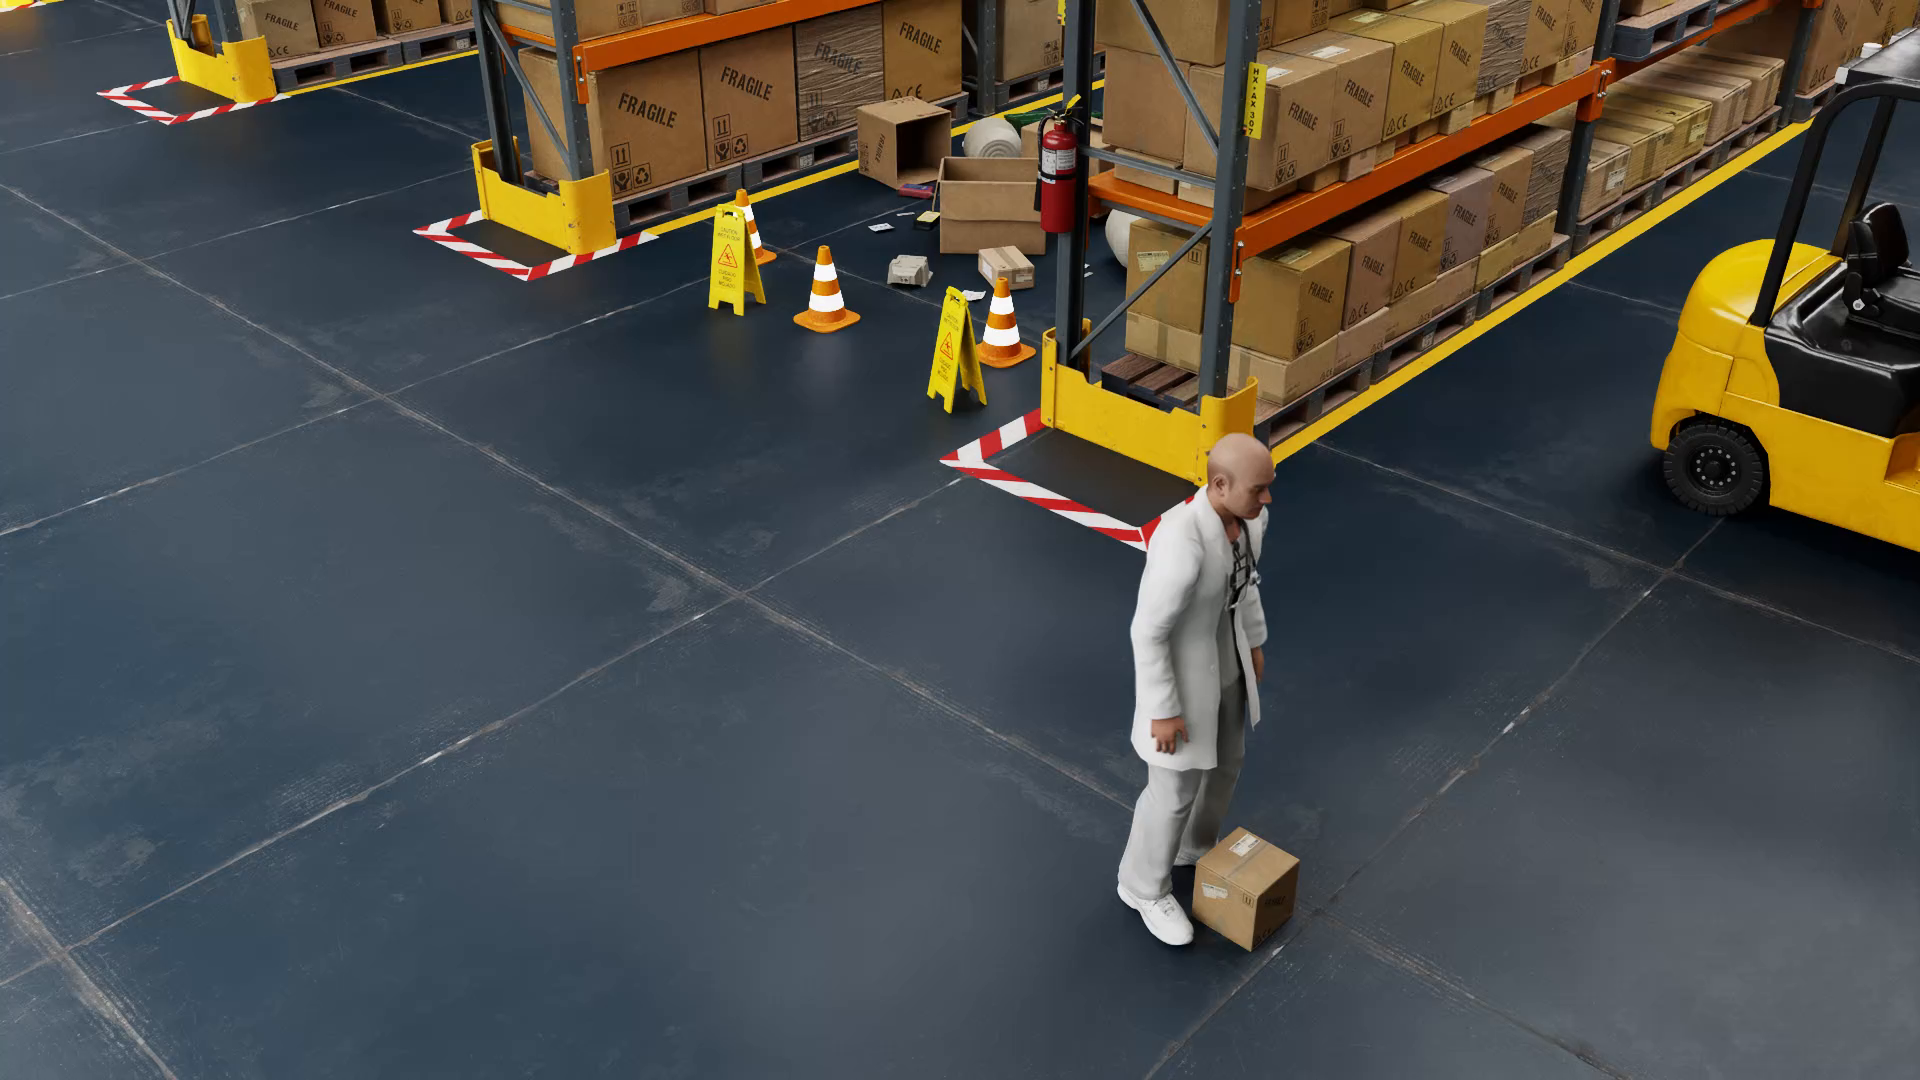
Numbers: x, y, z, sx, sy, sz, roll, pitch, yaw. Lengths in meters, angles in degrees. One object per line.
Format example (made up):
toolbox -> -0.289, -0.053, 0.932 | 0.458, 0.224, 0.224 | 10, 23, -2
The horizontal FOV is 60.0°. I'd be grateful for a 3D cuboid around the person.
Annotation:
person -> 0.784, 0.445, 5.405 | 0.415, 1.774, 0.654 | 24, 38, 34
